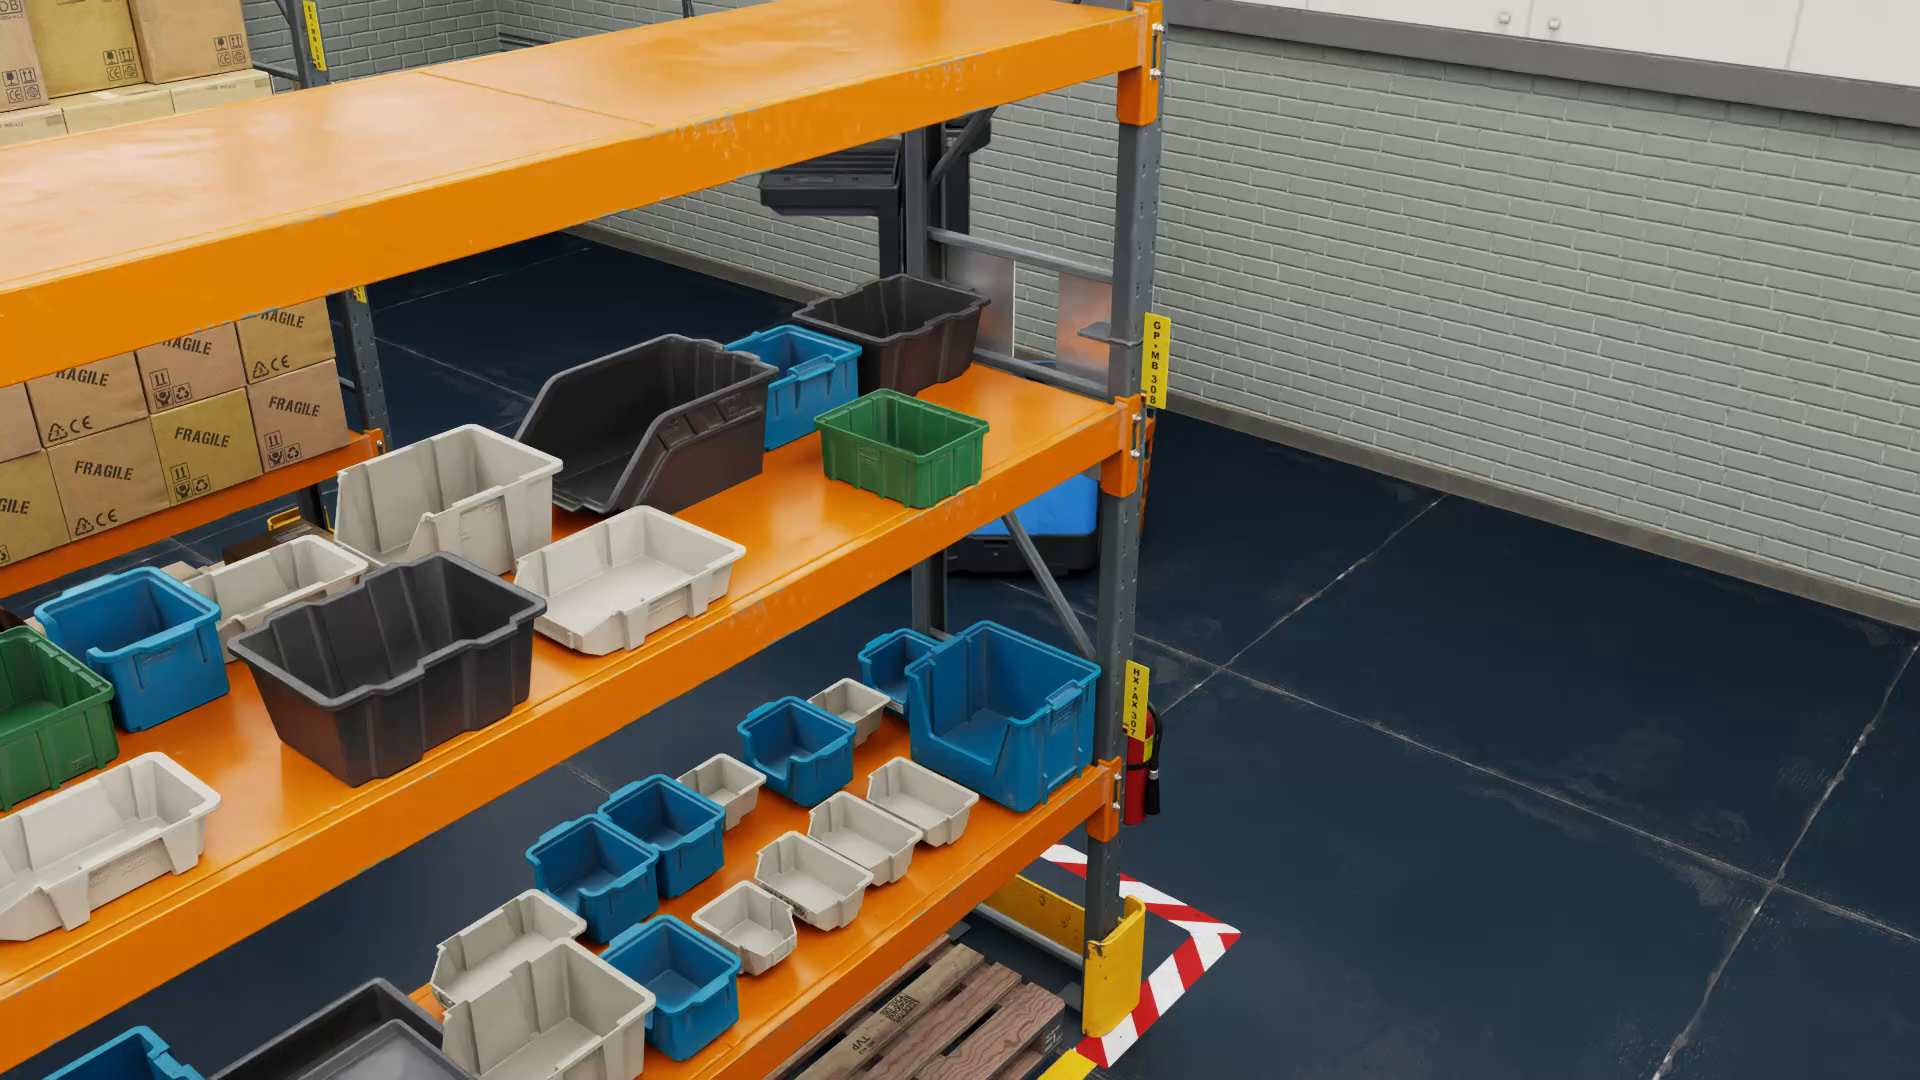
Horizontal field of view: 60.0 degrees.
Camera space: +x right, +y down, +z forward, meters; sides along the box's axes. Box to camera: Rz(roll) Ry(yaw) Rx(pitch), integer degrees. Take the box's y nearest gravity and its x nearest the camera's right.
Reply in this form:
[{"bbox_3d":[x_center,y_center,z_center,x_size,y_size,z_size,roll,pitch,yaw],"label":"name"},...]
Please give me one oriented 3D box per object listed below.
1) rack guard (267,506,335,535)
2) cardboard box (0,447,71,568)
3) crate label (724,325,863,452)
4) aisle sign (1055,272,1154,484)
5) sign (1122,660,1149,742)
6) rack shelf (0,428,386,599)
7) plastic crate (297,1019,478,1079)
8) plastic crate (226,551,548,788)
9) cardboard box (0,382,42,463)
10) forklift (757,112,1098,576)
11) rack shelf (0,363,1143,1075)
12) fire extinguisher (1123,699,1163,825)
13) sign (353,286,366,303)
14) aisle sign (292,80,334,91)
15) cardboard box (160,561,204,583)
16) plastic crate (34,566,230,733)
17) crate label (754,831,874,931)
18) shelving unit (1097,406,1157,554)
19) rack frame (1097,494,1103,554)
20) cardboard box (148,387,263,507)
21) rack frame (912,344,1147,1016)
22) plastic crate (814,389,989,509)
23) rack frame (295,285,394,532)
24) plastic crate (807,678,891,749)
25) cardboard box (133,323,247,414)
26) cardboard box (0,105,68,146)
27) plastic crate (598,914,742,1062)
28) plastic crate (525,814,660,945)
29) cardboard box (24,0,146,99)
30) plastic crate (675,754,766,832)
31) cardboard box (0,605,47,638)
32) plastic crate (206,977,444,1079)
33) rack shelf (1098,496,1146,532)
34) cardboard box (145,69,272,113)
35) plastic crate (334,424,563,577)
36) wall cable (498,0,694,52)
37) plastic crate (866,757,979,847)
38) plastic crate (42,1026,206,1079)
[{"bbox_3d":[-3.641,0.213,9.926,1.175,0.500,0.348,21,34,34],"label":"rack guard"},{"bbox_3d":[-4.637,-0.192,7.879,0.500,0.500,0.500,20,34,34],"label":"cardboard box"},{"bbox_3d":[-0.609,-0.509,5.498,0.408,0.251,0.502,21,34,34],"label":"crate label"},{"bbox_3d":[0.499,-0.570,5.890,0.394,0.787,0.004,21,34,34],"label":"aisle sign"},{"bbox_3d":[0.662,0.607,6.266,0.100,0.325,0.005,21,34,34],"label":"sign"},{"bbox_3d":[-4.865,0.104,8.199,1.077,0.370,4.000,21,34,34],"label":"rack shelf"},{"bbox_3d":[-1.556,1.645,4.304,0.402,0.464,0.583,21,34,34],"label":"plastic crate"},{"bbox_3d":[-1.315,0.308,3.899,0.497,0.269,0.590,21,34,34],"label":"plastic crate"},{"bbox_3d":[-4.637,-0.628,7.634,0.500,0.500,0.500,22,35,36],"label":"cardboard box"},{"bbox_3d":[-0.656,-1.297,10.199,3.031,2.935,1.130,0,27,0],"label":"forklift"},{"bbox_3d":[-1.045,0.221,4.709,1.077,0.370,4.000,21,34,34],"label":"rack shelf"},{"bbox_3d":[0.674,0.804,6.553,0.296,0.674,0.183,21,34,34],"label":"fire extinguisher"},{"bbox_3d":[-3.177,-1.410,8.738,0.100,0.325,0.005,21,34,34],"label":"sign"},{"bbox_3d":[-3.313,-2.014,8.681,0.394,0.787,0.004,21,34,34],"label":"aisle sign"},{"bbox_3d":[-4.475,0.389,9.380,0.500,0.250,0.500,21,34,34],"label":"cardboard box"},{"bbox_3d":[-1.984,0.269,4.015,0.416,0.233,0.300,21,34,34],"label":"plastic crate"},{"bbox_3d":[-0.506,1.162,5.594,0.396,0.136,0.243,21,34,34],"label":"crate label"},{"bbox_3d":[1.051,-0.397,10.493,0.215,1.050,0.252,17,32,24],"label":"shelving unit"},{"bbox_3d":[0.992,-0.348,10.398,0.200,1.050,0.008,17,32,24],"label":"rack frame"},{"bbox_3d":[-3.995,-0.545,8.563,0.500,0.500,0.500,21,34,35],"label":"cardboard box"},{"bbox_3d":[0.227,0.525,6.603,1.000,3.000,0.127,21,34,34],"label":"rack frame"},{"bbox_3d":[-0.180,-0.280,5.125,0.450,0.188,0.336,21,34,34],"label":"plastic crate"},{"bbox_3d":[-3.593,-0.924,9.404,1.000,3.000,0.127,21,34,34],"label":"rack frame"},{"bbox_3d":[-0.452,0.696,6.494,0.250,0.136,0.298,21,34,34],"label":"plastic crate"},{"bbox_3d":[-3.984,-0.995,8.344,0.500,0.500,0.500,22,34,36],"label":"cardboard box"},{"bbox_3d":[-4.361,-1.802,7.455,0.500,0.250,0.500,21,34,34],"label":"cardboard box"},{"bbox_3d":[-0.881,1.375,5.076,0.416,0.233,0.300,21,34,34],"label":"plastic crate"},{"bbox_3d":[-1.212,1.137,5.537,0.416,0.233,0.300,21,34,34],"label":"plastic crate"},{"bbox_3d":[-4.290,-2.406,7.806,0.700,0.500,0.500,21,34,34],"label":"cardboard box"},{"bbox_3d":[-0.883,0.936,6.029,0.250,0.136,0.298,21,34,34],"label":"plastic crate"},{"bbox_3d":[-4.946,0.740,8.426,0.797,0.503,0.637,21,34,34],"label":"cardboard box"},{"bbox_3d":[-1.812,1.563,4.830,0.437,0.125,0.590,21,34,34],"label":"plastic crate"},{"bbox_3d":[1.036,-0.145,10.633,0.215,0.259,0.240,17,32,24],"label":"rack shelf"},{"bbox_3d":[-3.723,-2.155,8.138,0.500,0.250,0.500,21,34,34],"label":"cardboard box"},{"bbox_3d":[-1.421,-0.059,4.597,0.437,0.282,0.530,21,34,34],"label":"plastic crate"},{"bbox_3d":[-3.544,-5.557,15.210,3.097,2.526,0.112,21,34,34],"label":"wall cable"},{"bbox_3d":[-0.152,0.957,5.989,0.396,0.136,0.243,21,34,34],"label":"plastic crate"},{"bbox_3d":[-2.283,1.658,4.364,0.392,0.384,0.575,21,34,34],"label":"plastic crate"}]
